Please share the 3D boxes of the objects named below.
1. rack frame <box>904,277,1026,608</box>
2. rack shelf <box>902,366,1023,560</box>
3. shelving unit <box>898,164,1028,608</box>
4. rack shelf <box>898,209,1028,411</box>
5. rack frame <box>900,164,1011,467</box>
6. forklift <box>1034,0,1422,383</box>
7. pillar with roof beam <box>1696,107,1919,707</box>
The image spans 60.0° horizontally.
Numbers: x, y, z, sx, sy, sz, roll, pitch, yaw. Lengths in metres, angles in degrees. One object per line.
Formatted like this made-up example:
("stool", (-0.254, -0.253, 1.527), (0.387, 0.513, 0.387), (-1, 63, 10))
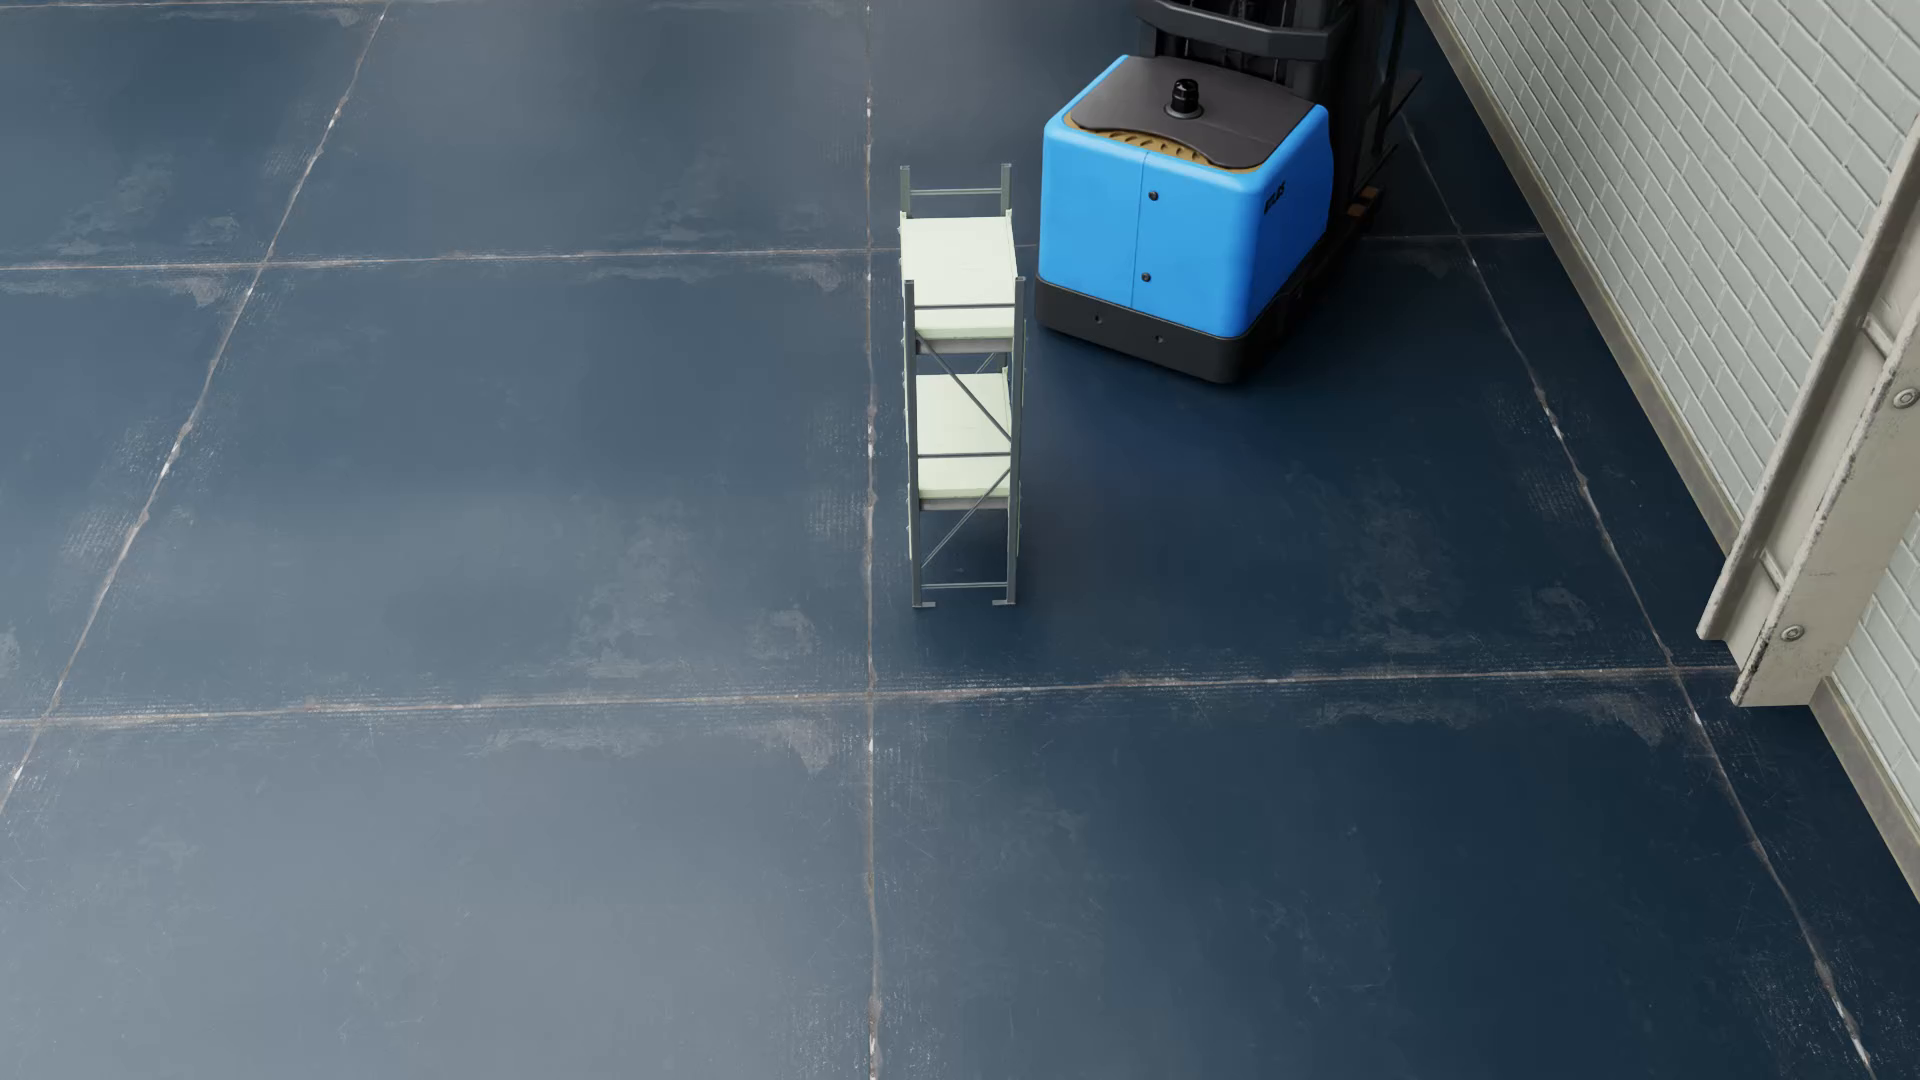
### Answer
("rack frame", (0.016, -0.301, 5.969), (0.400, 1.500, 0.023), (-2, 43, -2))
("rack shelf", (0.000, -0.308, 6.459), (0.431, 0.370, 0.720), (-2, 43, -2))
("shelving unit", (0.000, -0.548, 6.238), (0.431, 1.500, 0.755), (-2, 43, -2))
("rack shelf", (0.000, -0.836, 5.975), (0.431, 0.370, 0.720), (-2, 43, -2))
("rack frame", (-0.015, -0.795, 6.508), (0.400, 1.500, 0.023), (-2, 43, -2))
("forklift", (1.523, -2.759, 7.591), (1.130, 2.935, 3.031), (22, 47, 22))
("pillar with roof beam", (-1.318, -2.723, 3.061), (9.100, 9.000, 0.400), (-2, 43, -2))
